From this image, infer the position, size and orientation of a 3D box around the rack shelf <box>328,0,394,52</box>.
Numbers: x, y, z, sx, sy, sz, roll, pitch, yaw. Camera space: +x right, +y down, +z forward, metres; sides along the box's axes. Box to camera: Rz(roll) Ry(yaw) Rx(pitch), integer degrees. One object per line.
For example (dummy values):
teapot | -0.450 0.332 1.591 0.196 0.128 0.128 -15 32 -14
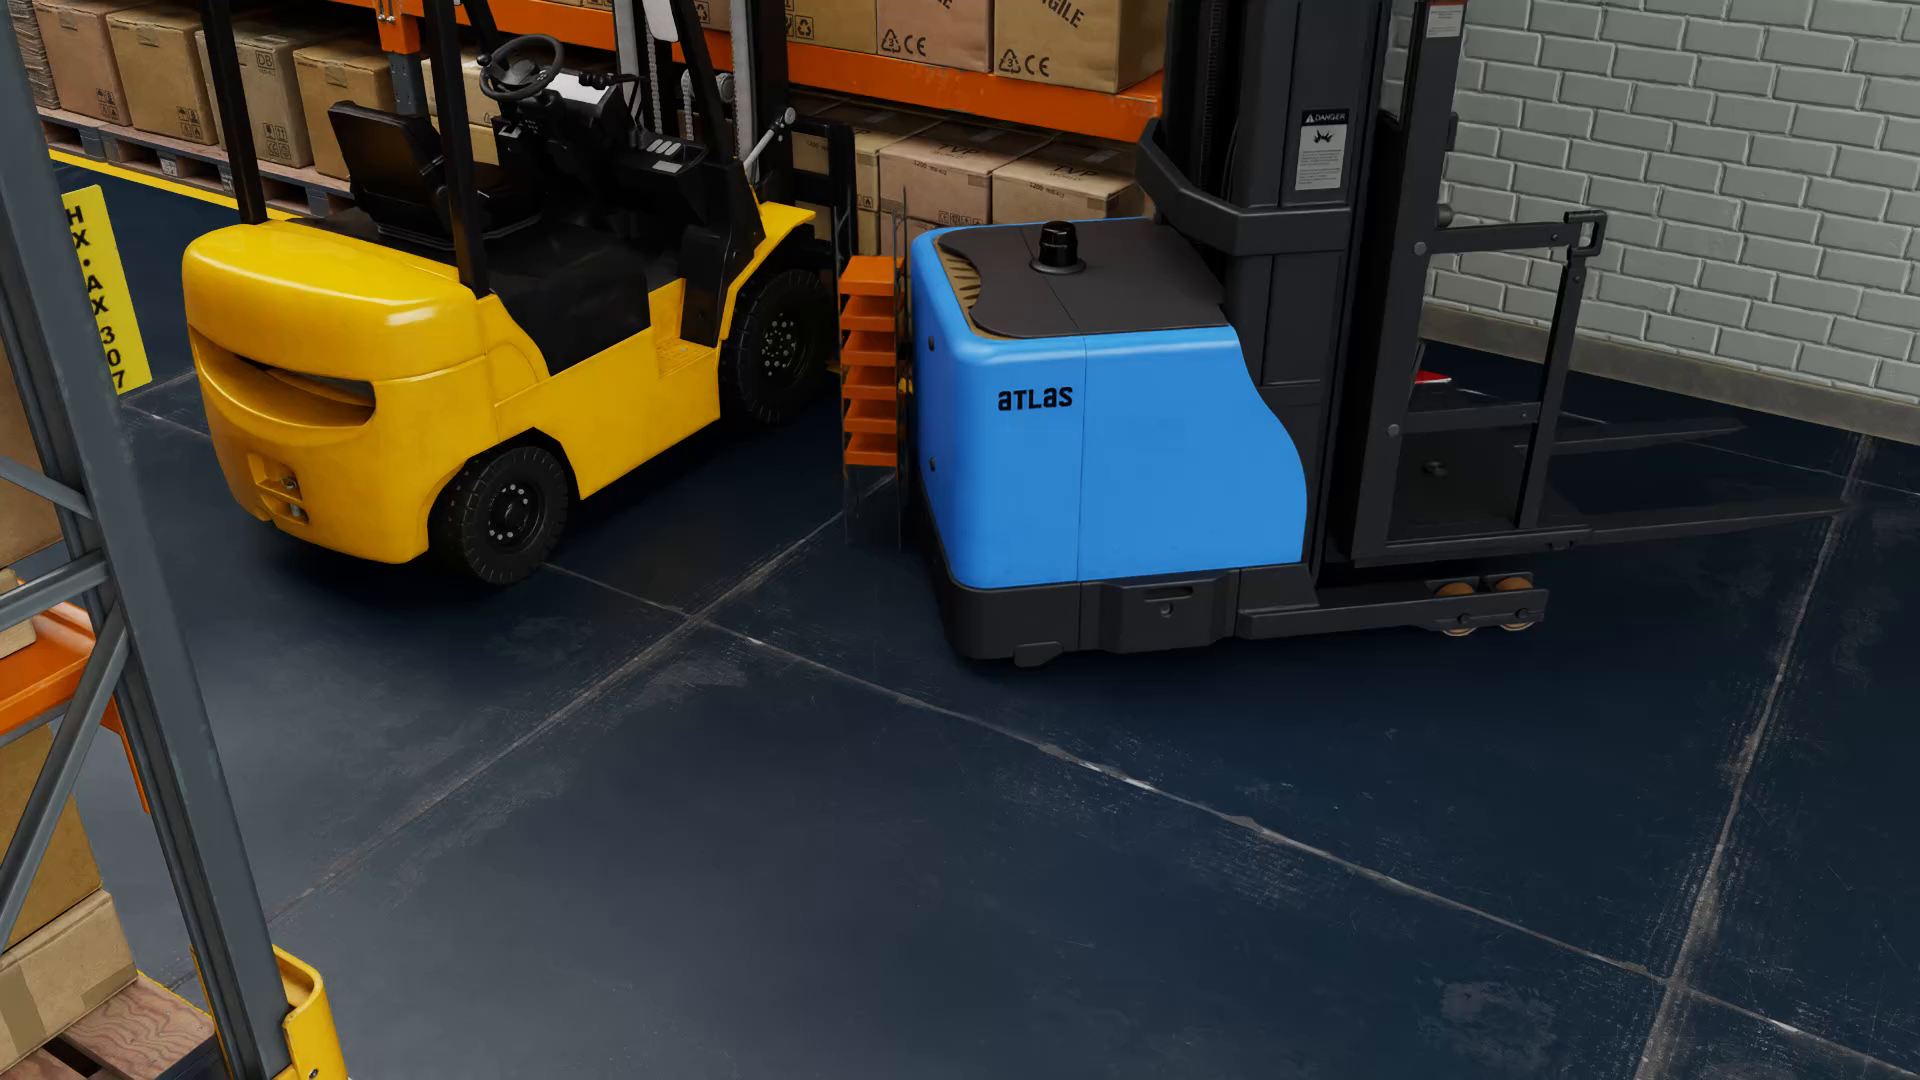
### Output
rack shelf | -4.062 -3.186 8.949 4.000 0.370 1.077 18 35 27

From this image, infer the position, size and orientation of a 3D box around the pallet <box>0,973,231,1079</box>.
pallet | -2.350 1.181 3.516 1.213 0.211 1.003 18 35 27

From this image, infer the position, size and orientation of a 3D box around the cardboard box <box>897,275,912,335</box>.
cardboard box | 0.038 -1.012 6.819 0.500 0.250 0.500 18 35 27

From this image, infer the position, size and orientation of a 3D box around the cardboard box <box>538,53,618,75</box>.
cardboard box | -1.698 -1.982 7.490 0.500 0.250 0.500 18 35 27

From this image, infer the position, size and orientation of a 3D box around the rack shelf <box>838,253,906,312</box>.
rack shelf | -0.280 -0.830 5.350 0.180 0.103 0.258 3 29 6

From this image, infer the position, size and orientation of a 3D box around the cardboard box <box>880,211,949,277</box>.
cardboard box | 0.022 -1.235 6.706 0.500 0.250 0.500 17 34 27

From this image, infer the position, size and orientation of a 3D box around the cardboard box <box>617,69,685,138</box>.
cardboard box | -1.270 -1.854 7.270 0.500 0.250 0.500 19 35 29

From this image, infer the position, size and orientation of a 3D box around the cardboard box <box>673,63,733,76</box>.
cardboard box | -0.990 -2.067 7.636 0.500 0.250 0.500 18 35 28

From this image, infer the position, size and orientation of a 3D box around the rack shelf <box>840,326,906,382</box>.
rack shelf | -0.281 -0.620 5.467 0.180 0.103 0.258 3 29 6

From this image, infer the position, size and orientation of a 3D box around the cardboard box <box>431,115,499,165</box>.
cardboard box | -2.123 -1.909 7.862 0.500 0.250 0.500 17 34 27

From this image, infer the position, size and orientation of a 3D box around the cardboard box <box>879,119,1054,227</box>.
cardboard box | 0.028 -1.440 6.561 0.500 0.250 0.500 18 35 28

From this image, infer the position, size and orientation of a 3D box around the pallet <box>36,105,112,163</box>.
pallet | -5.080 -2.591 9.982 1.213 0.211 1.003 18 35 27

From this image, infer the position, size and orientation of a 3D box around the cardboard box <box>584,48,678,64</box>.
cardboard box | -1.411 -2.208 7.878 0.500 0.250 0.500 17 34 27

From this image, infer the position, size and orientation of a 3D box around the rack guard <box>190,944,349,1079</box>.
rack guard | -1.680 1.289 3.044 0.348 0.500 1.175 18 35 27

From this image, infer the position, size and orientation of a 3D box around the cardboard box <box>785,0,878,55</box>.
cardboard box | -0.405 -2.233 6.501 0.500 0.500 0.500 17 34 26

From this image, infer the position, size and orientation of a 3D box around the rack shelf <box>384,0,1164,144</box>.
rack shelf | -0.674 -2.115 7.112 4.000 0.370 1.077 18 35 27

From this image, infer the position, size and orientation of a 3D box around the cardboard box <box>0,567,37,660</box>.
cardboard box | -1.794 0.159 2.750 0.250 0.149 0.380 18 35 28

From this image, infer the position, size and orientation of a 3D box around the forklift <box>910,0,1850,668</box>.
forklift | 1.393 -1.222 4.936 3.031 2.935 1.130 -5 31 -8

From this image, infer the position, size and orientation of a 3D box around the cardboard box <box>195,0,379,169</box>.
cardboard box | -3.469 -2.463 8.935 0.625 0.625 0.875 17 34 27

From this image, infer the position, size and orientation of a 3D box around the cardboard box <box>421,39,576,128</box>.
cardboard box | -2.125 -2.123 7.732 0.500 0.250 0.500 17 34 27

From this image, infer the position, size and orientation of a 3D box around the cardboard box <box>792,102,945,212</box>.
cardboard box | -0.404 -1.571 6.785 0.500 0.250 0.500 18 35 28

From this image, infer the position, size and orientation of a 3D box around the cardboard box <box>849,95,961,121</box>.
cardboard box | -0.130 -1.796 7.171 0.500 0.250 0.500 17 34 27

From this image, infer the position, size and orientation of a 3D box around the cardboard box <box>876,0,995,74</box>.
cardboard box | 0.029 -2.095 6.266 0.500 0.500 0.500 19 35 29

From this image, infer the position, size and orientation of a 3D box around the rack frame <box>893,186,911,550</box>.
rack frame | -0.190 -0.549 5.494 0.006 1.200 0.240 3 29 6

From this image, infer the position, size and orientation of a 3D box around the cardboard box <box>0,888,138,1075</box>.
cardboard box | -2.152 0.902 3.539 0.500 0.250 0.500 17 34 27

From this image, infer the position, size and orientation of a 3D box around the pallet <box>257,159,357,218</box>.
pallet | -3.013 -1.937 8.861 1.213 0.211 1.003 18 35 27

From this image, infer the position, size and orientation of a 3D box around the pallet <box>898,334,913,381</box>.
pallet | 0.350 -0.872 7.035 1.213 0.211 1.003 18 35 27

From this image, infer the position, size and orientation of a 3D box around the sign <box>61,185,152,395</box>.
sign | -1.328 -0.376 2.558 0.005 0.325 0.100 18 35 27

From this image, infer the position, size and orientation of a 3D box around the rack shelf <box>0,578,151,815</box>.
rack shelf | -3.310 0.005 3.479 4.000 0.370 1.077 18 35 27

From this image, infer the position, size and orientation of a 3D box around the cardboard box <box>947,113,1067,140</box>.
cardboard box | 0.288 -1.657 6.933 0.500 0.250 0.500 18 35 27

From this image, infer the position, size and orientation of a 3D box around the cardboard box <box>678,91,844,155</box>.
cardboard box | -0.830 -1.710 7.023 0.500 0.250 0.500 17 34 26

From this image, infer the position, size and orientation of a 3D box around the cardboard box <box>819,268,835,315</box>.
cardboard box | -0.381 -1.149 7.056 0.500 0.250 0.500 18 35 28

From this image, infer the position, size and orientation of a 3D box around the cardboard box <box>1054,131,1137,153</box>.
cardboard box | 0.713 -1.525 6.707 0.500 0.250 0.500 17 34 27

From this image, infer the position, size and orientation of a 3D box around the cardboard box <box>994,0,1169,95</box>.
cardboard box | 0.463 -1.953 6.021 0.500 0.500 0.500 17 34 26

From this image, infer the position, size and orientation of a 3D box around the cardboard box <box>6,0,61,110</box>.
cardboard box | -5.235 -3.015 9.882 0.625 0.625 0.875 19 35 29

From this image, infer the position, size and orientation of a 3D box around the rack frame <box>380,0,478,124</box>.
rack frame | -2.368 -2.961 7.849 0.127 3.000 1.000 18 35 27

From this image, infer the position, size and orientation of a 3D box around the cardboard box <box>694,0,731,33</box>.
cardboard box | -0.837 -2.363 6.724 0.500 0.500 0.500 18 35 28

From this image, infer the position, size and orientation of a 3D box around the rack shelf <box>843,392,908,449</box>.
rack shelf | -0.282 -0.410 5.583 0.180 0.103 0.258 3 29 6

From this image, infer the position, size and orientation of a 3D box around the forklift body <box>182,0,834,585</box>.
forklift body | -1.556 -1.252 5.762 1.214 2.155 2.313 18 35 27

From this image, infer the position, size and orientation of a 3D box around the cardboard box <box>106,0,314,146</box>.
cardboard box | -4.107 -2.664 9.279 0.625 0.625 0.875 16 34 25

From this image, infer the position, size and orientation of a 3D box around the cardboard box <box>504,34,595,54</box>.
cardboard box | -1.849 -2.337 8.100 0.500 0.250 0.500 18 35 28

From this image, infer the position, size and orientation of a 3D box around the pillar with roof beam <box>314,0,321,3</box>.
pillar with roof beam | -6.461 -4.822 5.085 0.400 9.000 9.100 18 35 27

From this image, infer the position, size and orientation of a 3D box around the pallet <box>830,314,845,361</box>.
pallet | -0.679 -1.199 7.596 1.213 0.211 1.003 18 35 27

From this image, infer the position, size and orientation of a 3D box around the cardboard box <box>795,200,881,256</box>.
cardboard box | -0.426 -1.365 6.928 0.500 0.250 0.500 17 34 26

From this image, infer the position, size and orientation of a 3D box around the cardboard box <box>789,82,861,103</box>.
cardboard box | -0.560 -1.936 7.411 0.500 0.250 0.500 17 34 26

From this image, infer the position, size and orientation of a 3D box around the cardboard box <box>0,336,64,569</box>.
cardboard box | -1.870 -0.187 2.699 0.500 0.500 0.500 17 34 27

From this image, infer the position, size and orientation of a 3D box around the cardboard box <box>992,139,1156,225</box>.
cardboard box | 0.464 -1.305 6.331 0.500 0.250 0.500 19 35 29

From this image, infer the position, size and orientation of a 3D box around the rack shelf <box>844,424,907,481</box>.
rack shelf | -0.282 -0.306 5.641 0.180 0.103 0.258 3 29 6

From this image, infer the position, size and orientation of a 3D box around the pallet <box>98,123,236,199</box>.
pallet | -4.050 -2.264 9.421 1.213 0.211 1.003 18 35 27

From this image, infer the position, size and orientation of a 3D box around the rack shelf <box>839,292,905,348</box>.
rack shelf | -0.281 -0.725 5.408 0.180 0.103 0.258 3 29 6

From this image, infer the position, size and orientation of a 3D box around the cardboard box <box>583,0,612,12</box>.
cardboard box | -1.252 -2.506 6.970 0.500 0.500 0.500 17 34 27

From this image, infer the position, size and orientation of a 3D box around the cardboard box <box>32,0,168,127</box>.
cardboard box | -4.677 -2.844 9.588 0.625 0.625 0.875 19 35 29

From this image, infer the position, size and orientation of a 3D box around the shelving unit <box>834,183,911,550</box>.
shelving unit | -0.281 -0.554 5.503 0.189 1.200 0.258 3 29 6

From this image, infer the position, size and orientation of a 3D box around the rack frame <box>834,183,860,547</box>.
rack frame | -0.372 -0.560 5.513 0.006 1.200 0.240 3 29 6

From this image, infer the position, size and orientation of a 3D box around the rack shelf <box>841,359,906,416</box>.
rack shelf | -0.281 -0.515 5.525 0.180 0.103 0.258 3 29 6

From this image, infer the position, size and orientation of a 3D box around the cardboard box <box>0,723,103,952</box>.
cardboard box | -2.173 0.572 3.360 0.500 0.500 0.500 16 34 26

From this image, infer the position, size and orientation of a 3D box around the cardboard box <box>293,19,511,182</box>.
cardboard box | -2.816 -2.252 8.573 0.625 0.625 0.875 19 35 29

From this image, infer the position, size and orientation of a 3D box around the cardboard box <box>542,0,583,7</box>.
cardboard box | -1.681 -2.642 7.202 0.500 0.500 0.500 18 35 28
